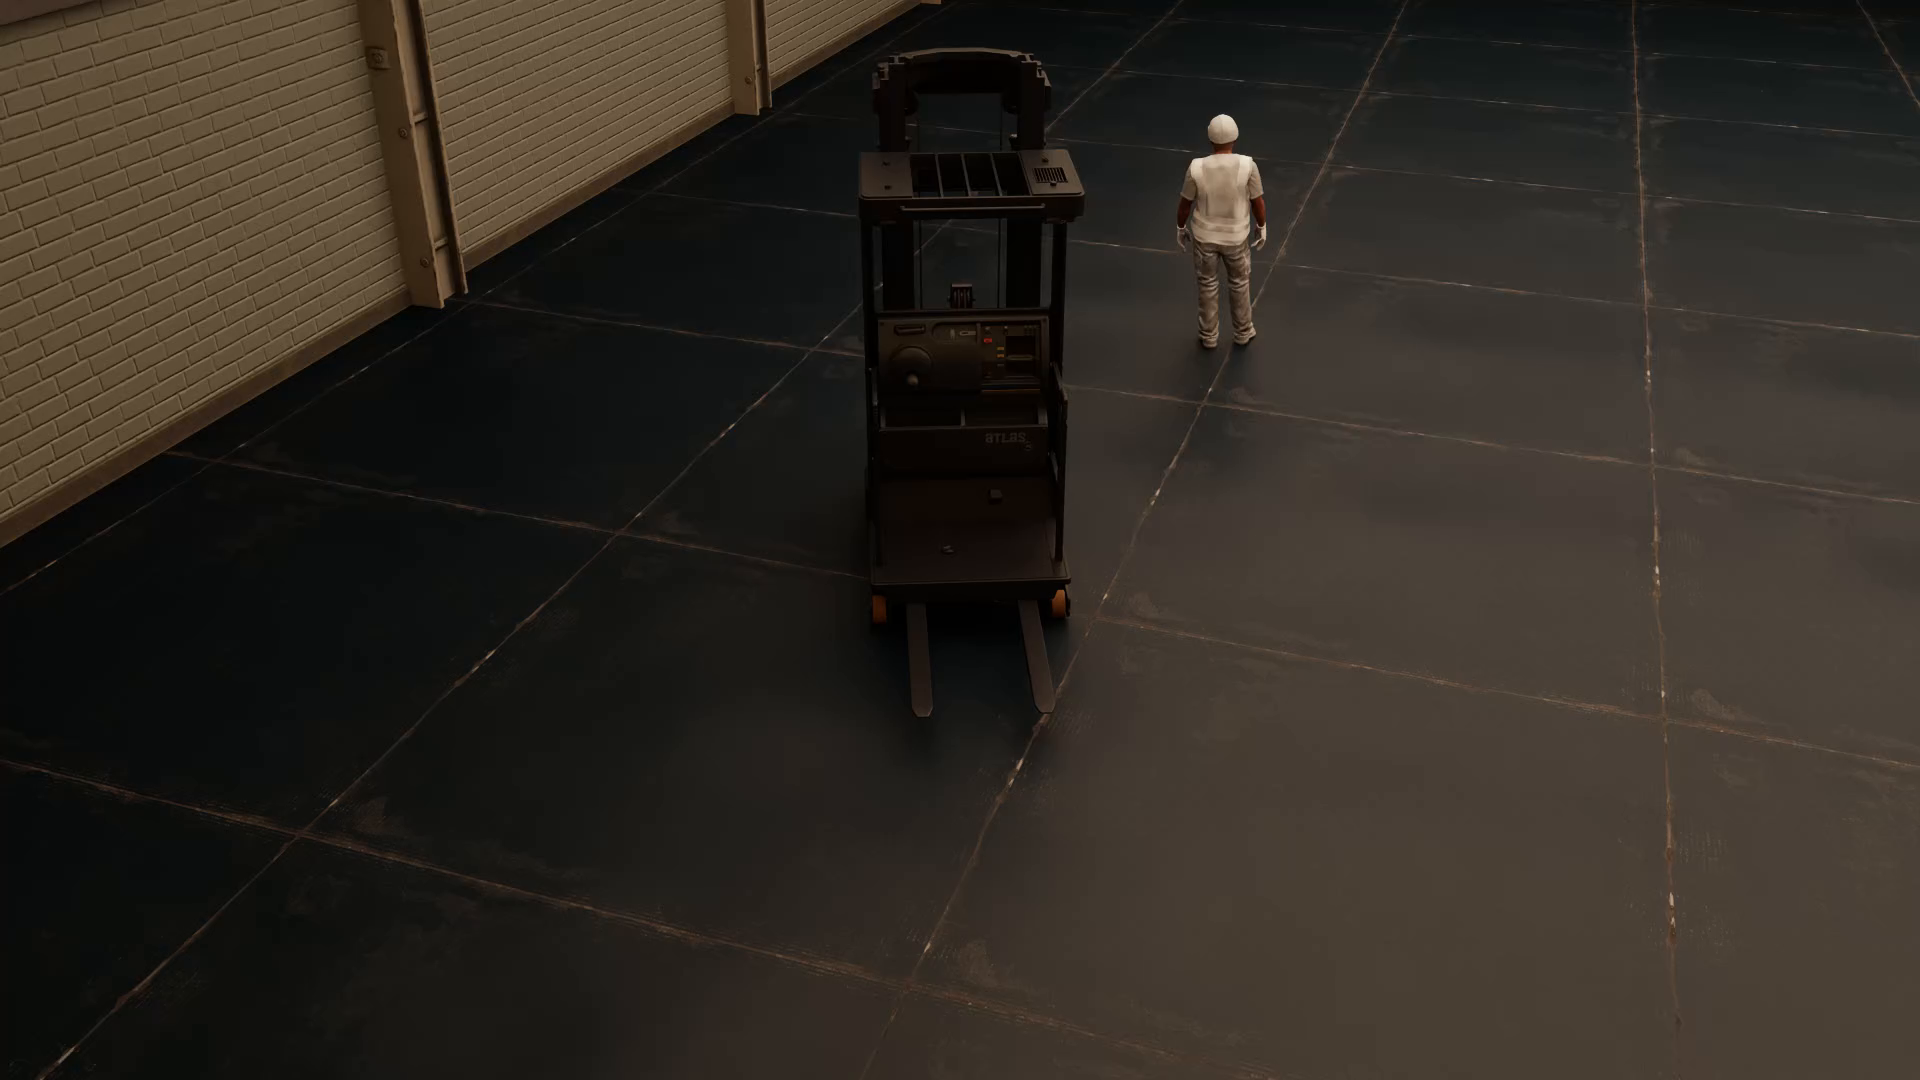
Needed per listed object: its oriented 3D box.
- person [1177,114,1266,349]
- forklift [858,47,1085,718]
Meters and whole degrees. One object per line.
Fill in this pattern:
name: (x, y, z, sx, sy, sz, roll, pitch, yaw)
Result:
person: (1.935, -2.288, 12.294, 0.657, 1.782, 0.577, 5, 30, 9)
forklift: (0.035, -0.972, 8.842, 1.130, 2.935, 3.031, -2, 30, -3)
